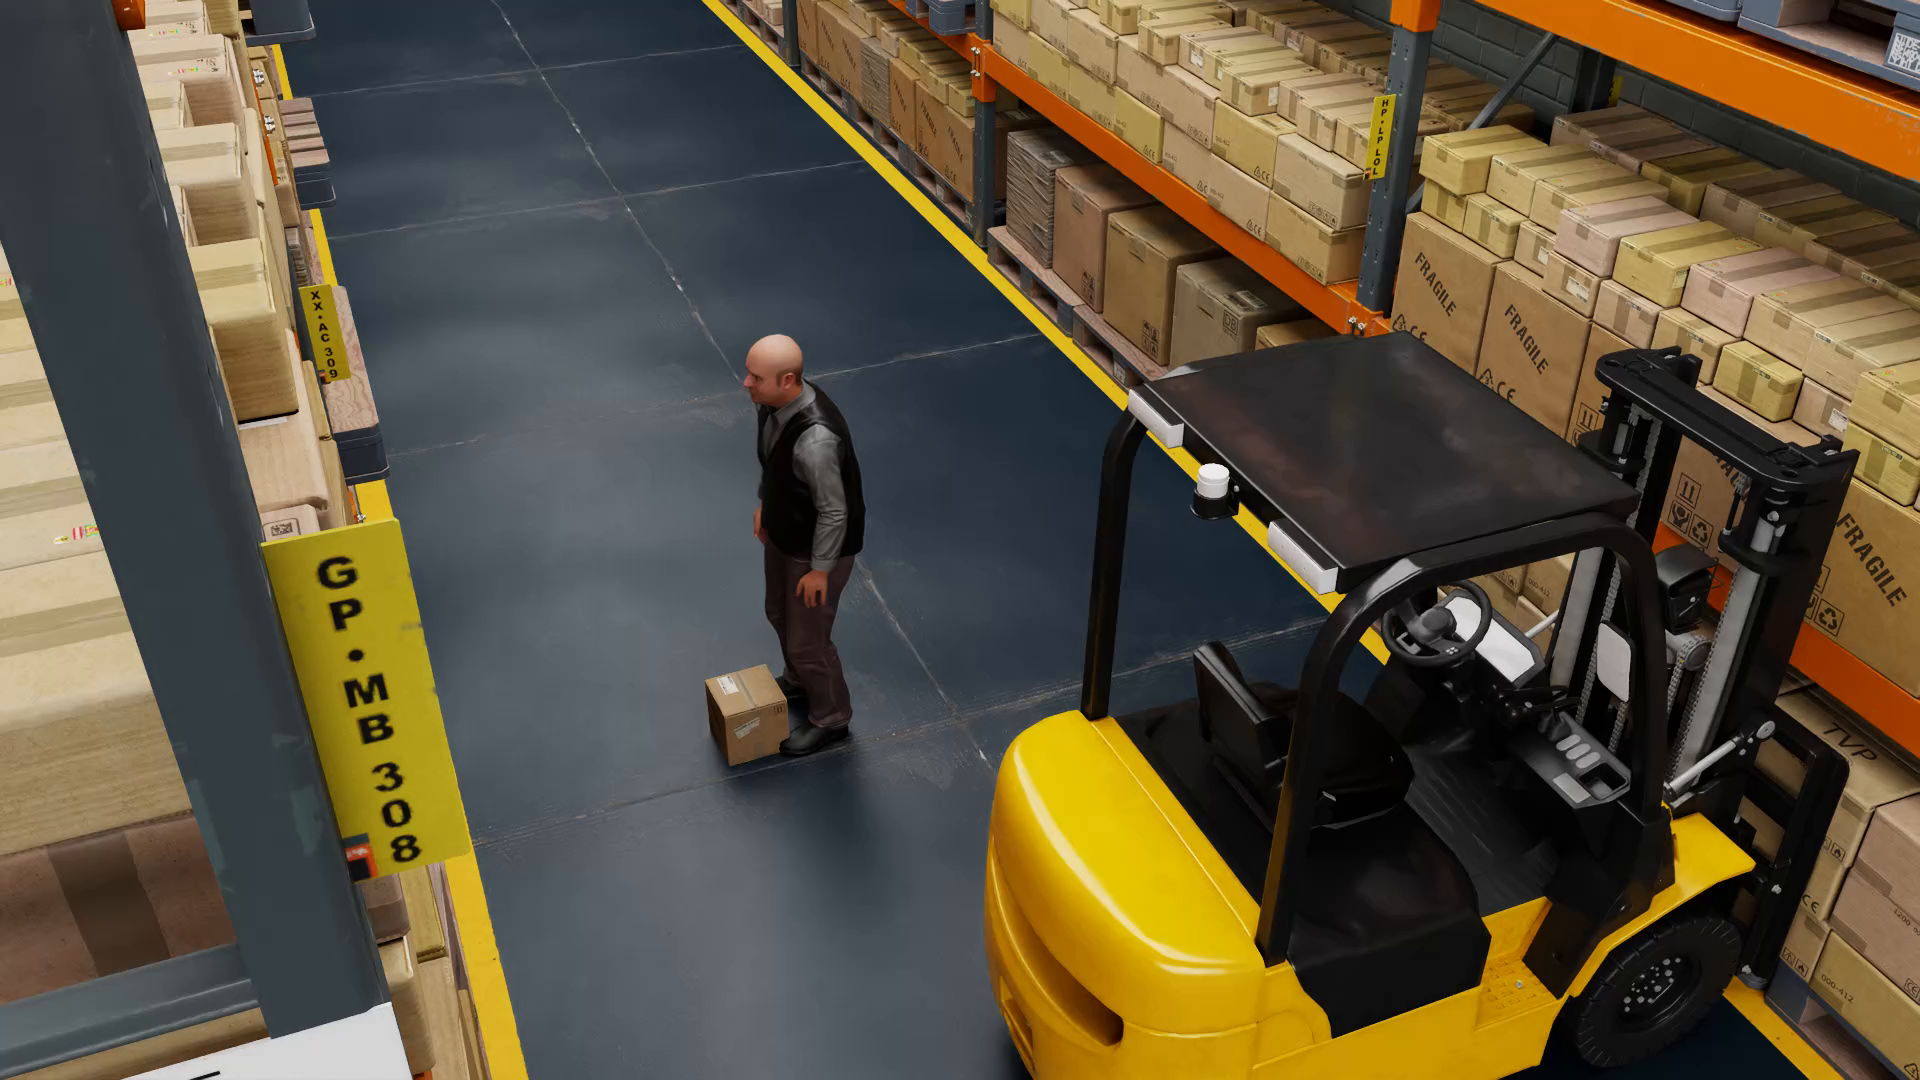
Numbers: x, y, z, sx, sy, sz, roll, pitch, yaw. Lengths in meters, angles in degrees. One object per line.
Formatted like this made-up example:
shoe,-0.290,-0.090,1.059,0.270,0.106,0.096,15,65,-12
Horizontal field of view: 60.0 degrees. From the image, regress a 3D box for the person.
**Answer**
person,-0.567,0.004,6.155,0.412,1.722,0.591,-14,36,-21
